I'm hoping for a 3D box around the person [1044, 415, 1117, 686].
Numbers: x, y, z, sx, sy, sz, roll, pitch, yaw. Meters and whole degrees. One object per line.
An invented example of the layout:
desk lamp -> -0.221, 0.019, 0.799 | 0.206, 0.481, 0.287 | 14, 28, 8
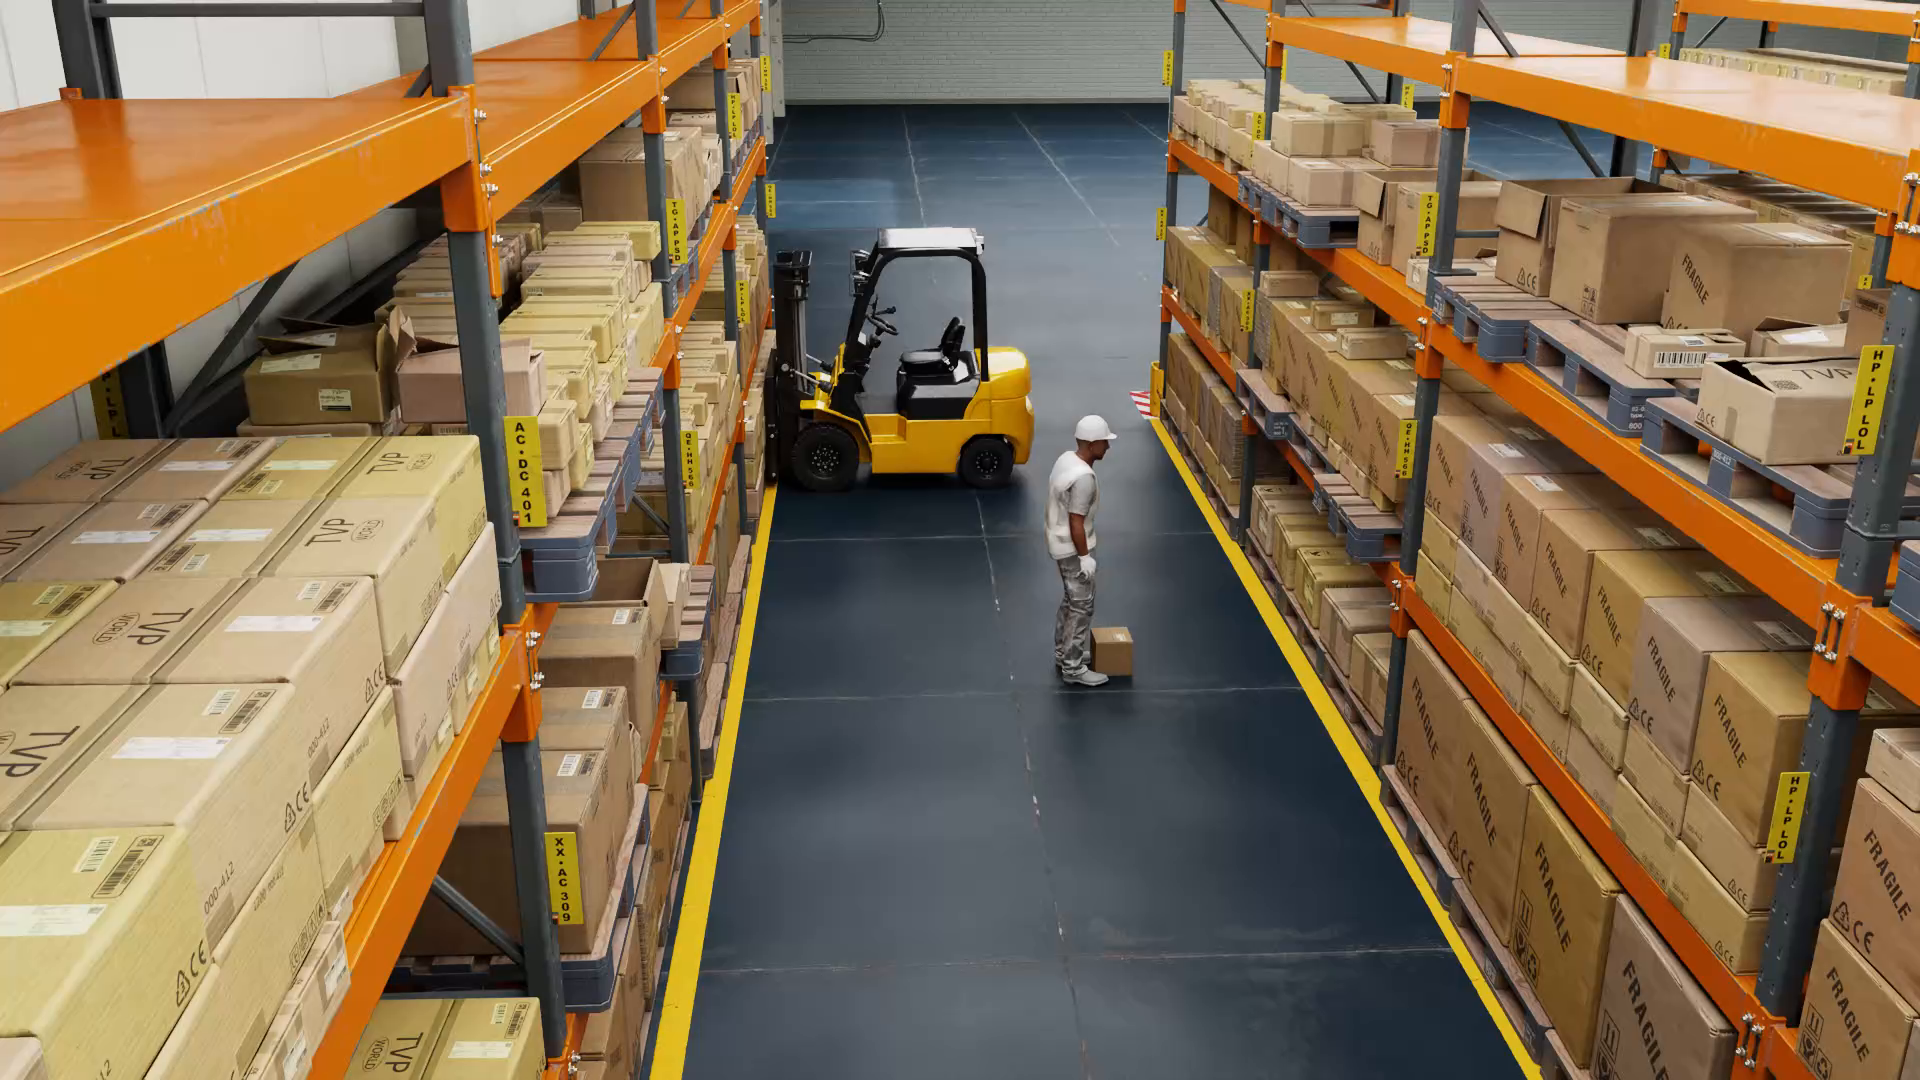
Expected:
person -> 0.785, 0.051, 10.921 | 0.451, 1.773, 0.615 | -1, 20, -3
